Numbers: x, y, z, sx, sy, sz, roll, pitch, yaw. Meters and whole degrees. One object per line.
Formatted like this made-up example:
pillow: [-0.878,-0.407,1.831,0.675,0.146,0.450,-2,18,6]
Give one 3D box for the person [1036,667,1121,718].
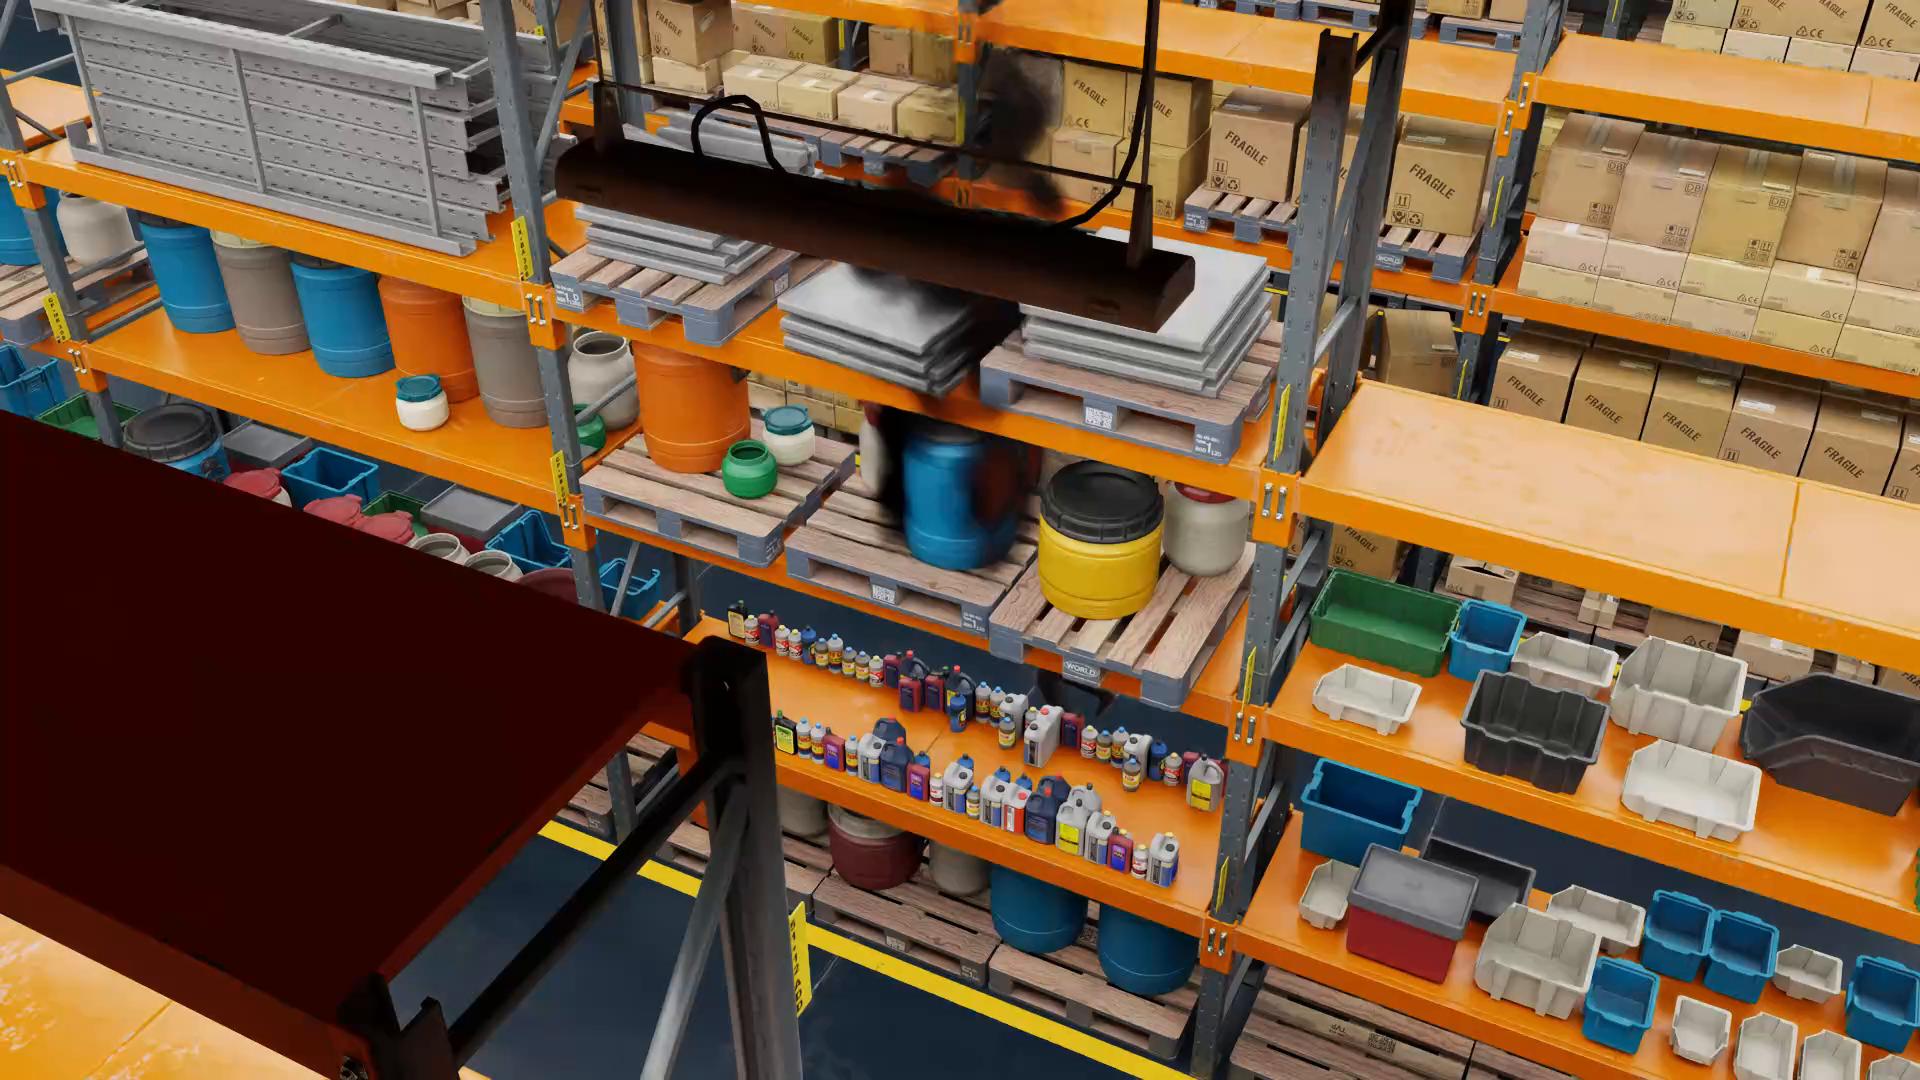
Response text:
person: [0.787,0.680,11.013,0.577,1.630,0.582,15,38,20]
